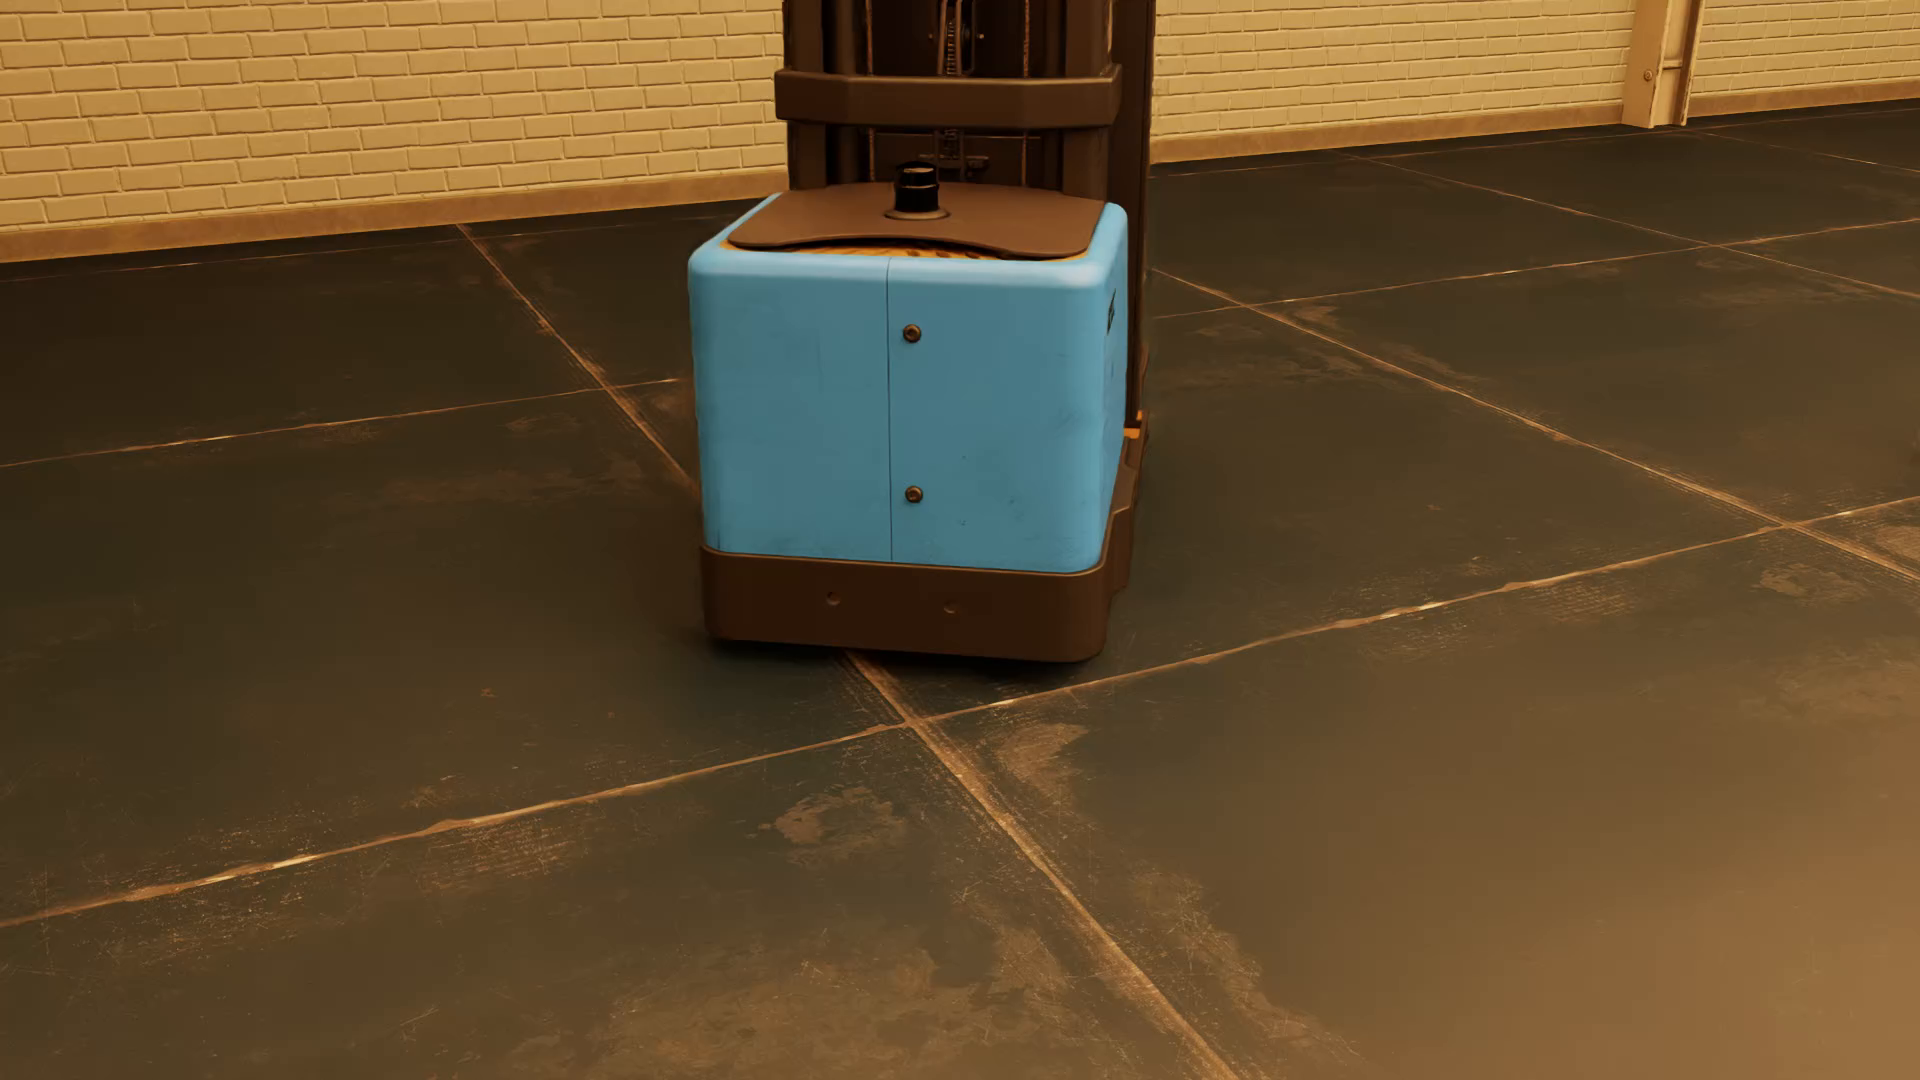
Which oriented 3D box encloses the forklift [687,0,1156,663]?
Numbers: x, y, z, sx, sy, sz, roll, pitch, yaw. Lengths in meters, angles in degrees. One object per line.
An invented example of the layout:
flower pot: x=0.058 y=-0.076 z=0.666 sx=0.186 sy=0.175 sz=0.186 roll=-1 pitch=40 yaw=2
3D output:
forklift: x=0.061 y=-1.578 z=5.084 sx=1.130 sy=2.935 sz=3.031 roll=3 pitch=23 yaw=8
